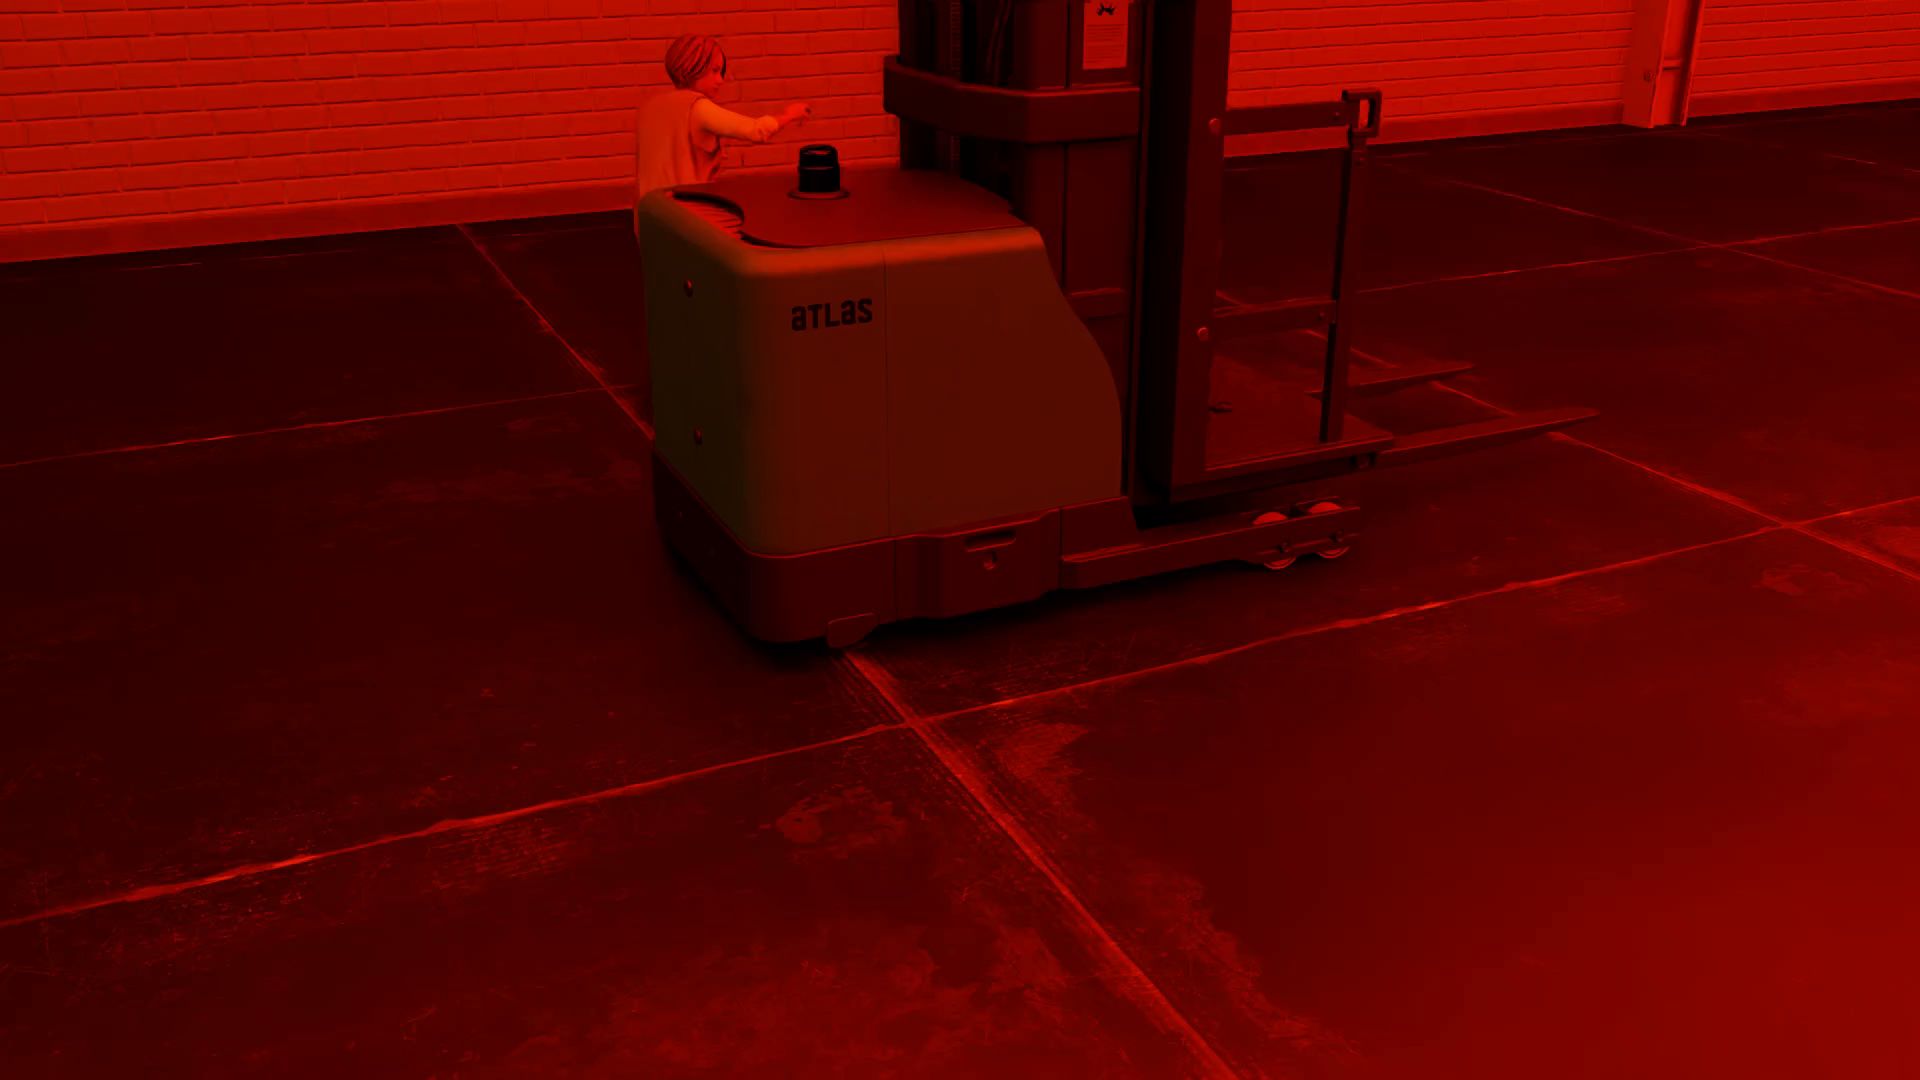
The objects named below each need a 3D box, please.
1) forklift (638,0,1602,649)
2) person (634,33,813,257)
[{"bbox_3d":[0.634,-1.438,4.749,3.031,2.935,1.130,-10,25,-23],"label":"forklift"},{"bbox_3d":[-0.889,-1.252,6.408,0.674,1.340,0.988,5,23,11],"label":"person"}]
